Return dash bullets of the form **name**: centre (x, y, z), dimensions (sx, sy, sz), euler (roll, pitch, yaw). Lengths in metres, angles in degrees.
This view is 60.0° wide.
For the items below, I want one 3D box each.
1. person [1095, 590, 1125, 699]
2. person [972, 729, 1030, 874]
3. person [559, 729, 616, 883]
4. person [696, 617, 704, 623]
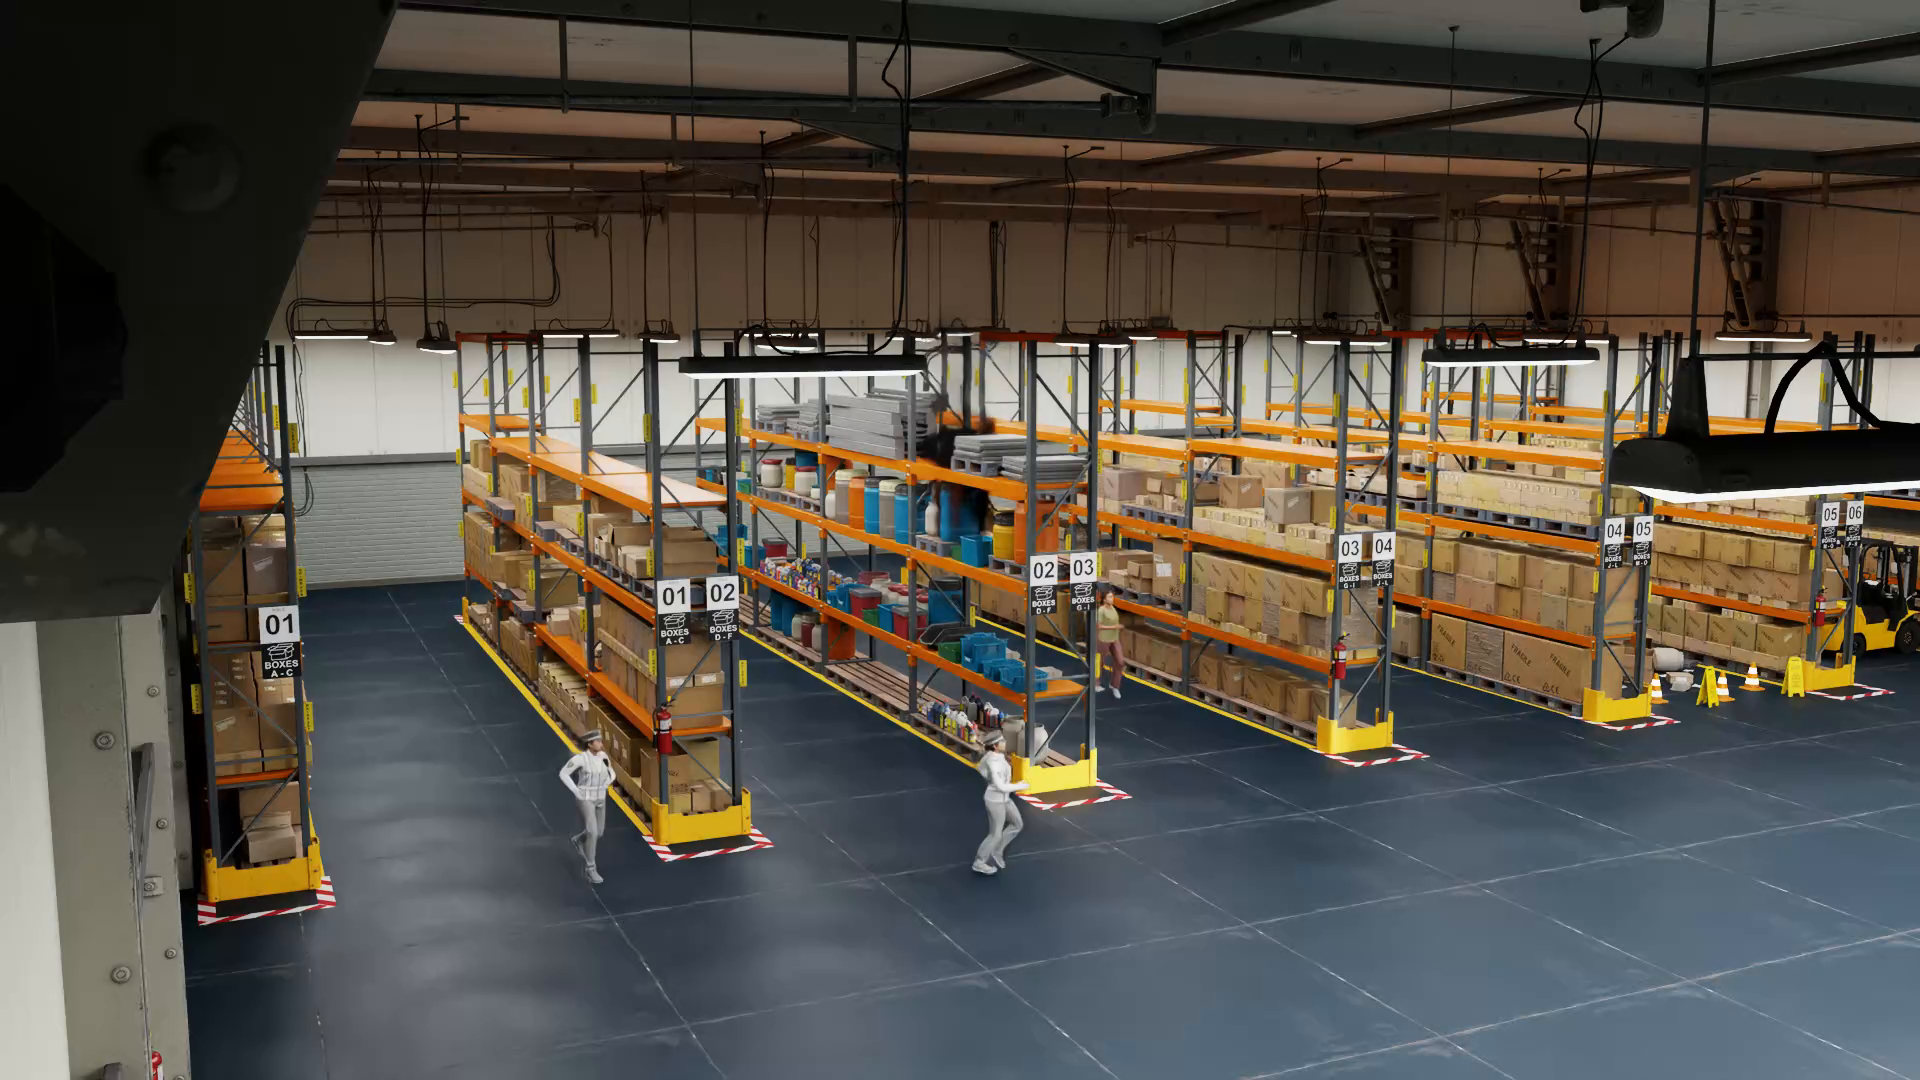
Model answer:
- **person**: centre (2.364, 1.658, 26.522), dimensions (0.543, 1.749, 0.686), euler (-6, 10, -38)
- **person**: centre (0.469, 2.963, 18.882), dimensions (0.653, 1.686, 0.622), euler (1, 8, 5)
- **person**: centre (-4.195, 2.980, 19.013), dimensions (0.841, 1.675, 0.639), euler (6, 10, 39)
- **person**: centre (-4.542, 1.752, 28.064), dimensions (0.582, 1.660, 0.578), euler (-5, 9, -33)
